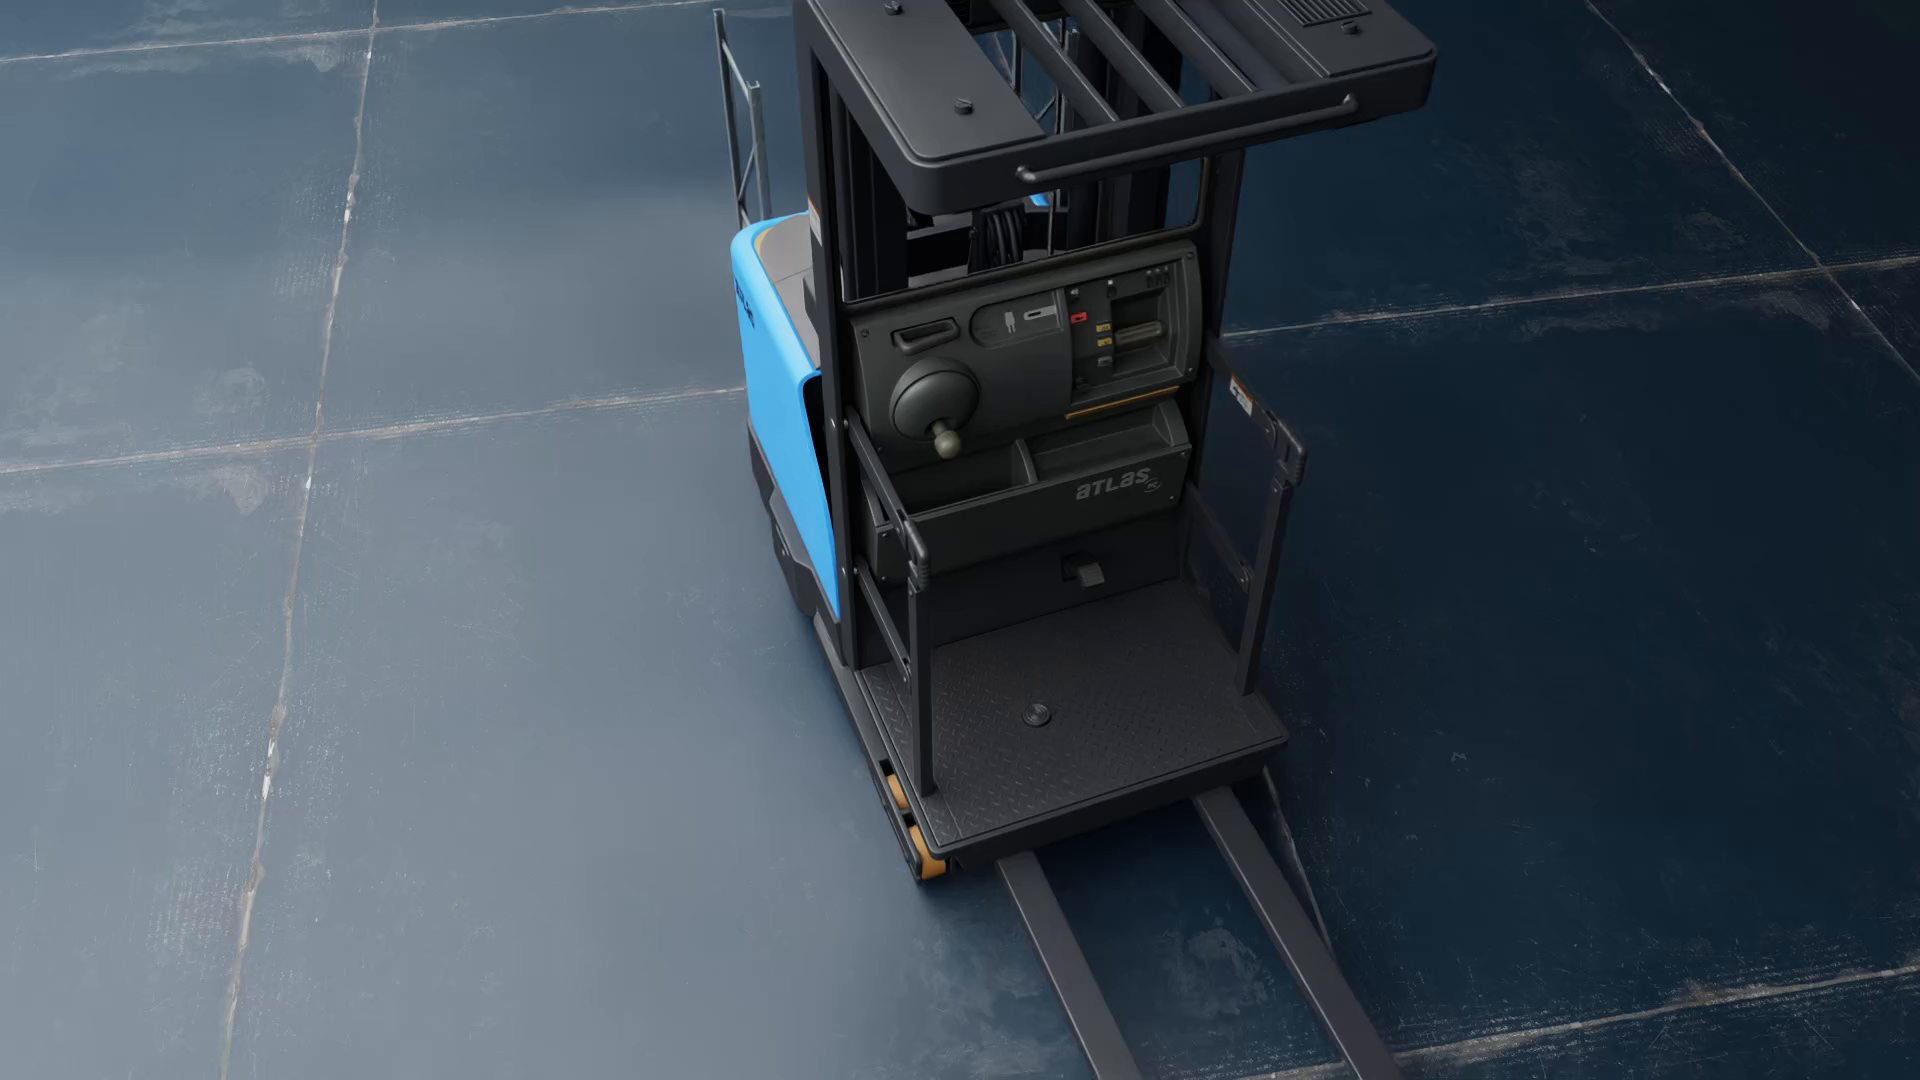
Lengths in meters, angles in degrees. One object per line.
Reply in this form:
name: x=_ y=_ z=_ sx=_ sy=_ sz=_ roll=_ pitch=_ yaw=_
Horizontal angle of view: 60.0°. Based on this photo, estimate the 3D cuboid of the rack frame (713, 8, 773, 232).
rack frame: x=-0.692 y=-1.003 z=5.675 sx=0.032 sy=1.500 sz=0.500 roll=-14 pitch=48 yaw=-13

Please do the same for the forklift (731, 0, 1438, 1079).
forklift: x=0.265 y=-0.386 z=4.087 sx=1.130 sy=2.935 sz=3.031 roll=-15 pitch=48 yaw=-14

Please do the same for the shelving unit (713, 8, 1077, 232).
shelving unit: x=-0.211 y=-1.120 z=5.788 sx=1.048 sy=1.500 sz=0.538 roll=-14 pitch=48 yaw=-13

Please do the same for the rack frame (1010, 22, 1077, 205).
rack frame: x=0.271 y=-1.238 z=5.901 sx=0.032 sy=1.500 sz=0.500 roll=-14 pitch=48 yaw=-13
